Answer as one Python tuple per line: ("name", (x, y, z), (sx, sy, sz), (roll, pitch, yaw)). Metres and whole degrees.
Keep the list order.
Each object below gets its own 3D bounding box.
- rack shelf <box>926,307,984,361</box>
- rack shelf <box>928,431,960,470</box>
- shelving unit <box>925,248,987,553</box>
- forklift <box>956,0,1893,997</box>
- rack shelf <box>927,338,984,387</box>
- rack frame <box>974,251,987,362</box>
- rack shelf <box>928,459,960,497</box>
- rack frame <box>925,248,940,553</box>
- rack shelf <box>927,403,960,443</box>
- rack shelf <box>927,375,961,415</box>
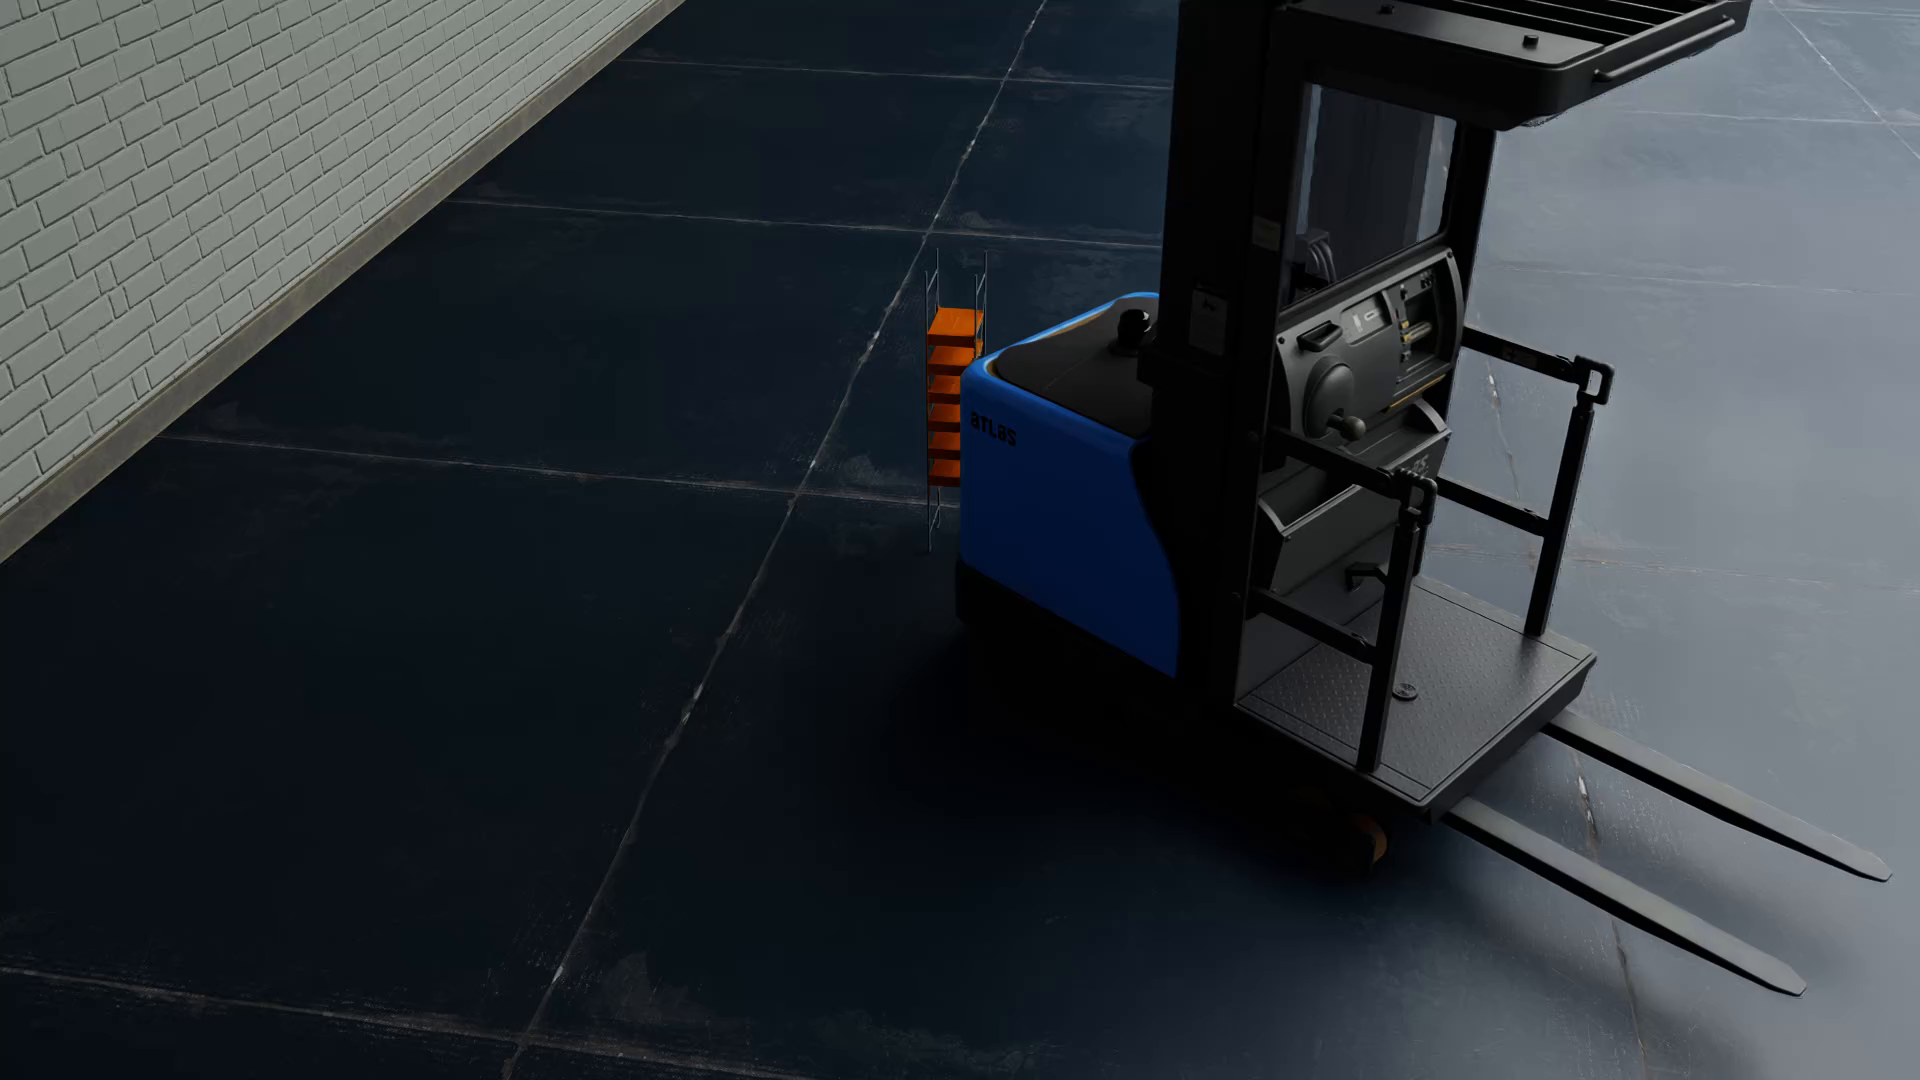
("rack shelf", (-0.014, -0.777, 6.239), (0.180, 0.103, 0.258), (5, 32, 8))
("rack shelf", (-0.014, -0.370, 6.494), (0.180, 0.103, 0.258), (5, 32, 8))
("shelving unit", (-0.014, -0.510, 6.407), (0.189, 1.200, 0.258), (5, 32, 8))
("forklift", (1.380, -0.545, 4.831), (1.130, 2.935, 3.031), (-28, 41, -37))
("rack shelf", (-0.014, -0.676, 6.303), (0.180, 0.103, 0.258), (5, 32, 8))
("rack frame", (0.076, -0.502, 6.394), (0.006, 1.200, 0.240), (5, 32, 8))
("rack shelf", (-0.014, -0.269, 6.558), (0.180, 0.103, 0.258), (5, 32, 8))
("rack frame", (-0.104, -0.518, 6.420), (0.006, 1.200, 0.240), (5, 32, 8))
("rack shelf", (-0.014, -0.472, 6.430), (0.180, 0.103, 0.258), (5, 32, 8))
("rack shelf", (-0.014, -0.574, 6.367), (0.180, 0.103, 0.258), (5, 32, 8))
